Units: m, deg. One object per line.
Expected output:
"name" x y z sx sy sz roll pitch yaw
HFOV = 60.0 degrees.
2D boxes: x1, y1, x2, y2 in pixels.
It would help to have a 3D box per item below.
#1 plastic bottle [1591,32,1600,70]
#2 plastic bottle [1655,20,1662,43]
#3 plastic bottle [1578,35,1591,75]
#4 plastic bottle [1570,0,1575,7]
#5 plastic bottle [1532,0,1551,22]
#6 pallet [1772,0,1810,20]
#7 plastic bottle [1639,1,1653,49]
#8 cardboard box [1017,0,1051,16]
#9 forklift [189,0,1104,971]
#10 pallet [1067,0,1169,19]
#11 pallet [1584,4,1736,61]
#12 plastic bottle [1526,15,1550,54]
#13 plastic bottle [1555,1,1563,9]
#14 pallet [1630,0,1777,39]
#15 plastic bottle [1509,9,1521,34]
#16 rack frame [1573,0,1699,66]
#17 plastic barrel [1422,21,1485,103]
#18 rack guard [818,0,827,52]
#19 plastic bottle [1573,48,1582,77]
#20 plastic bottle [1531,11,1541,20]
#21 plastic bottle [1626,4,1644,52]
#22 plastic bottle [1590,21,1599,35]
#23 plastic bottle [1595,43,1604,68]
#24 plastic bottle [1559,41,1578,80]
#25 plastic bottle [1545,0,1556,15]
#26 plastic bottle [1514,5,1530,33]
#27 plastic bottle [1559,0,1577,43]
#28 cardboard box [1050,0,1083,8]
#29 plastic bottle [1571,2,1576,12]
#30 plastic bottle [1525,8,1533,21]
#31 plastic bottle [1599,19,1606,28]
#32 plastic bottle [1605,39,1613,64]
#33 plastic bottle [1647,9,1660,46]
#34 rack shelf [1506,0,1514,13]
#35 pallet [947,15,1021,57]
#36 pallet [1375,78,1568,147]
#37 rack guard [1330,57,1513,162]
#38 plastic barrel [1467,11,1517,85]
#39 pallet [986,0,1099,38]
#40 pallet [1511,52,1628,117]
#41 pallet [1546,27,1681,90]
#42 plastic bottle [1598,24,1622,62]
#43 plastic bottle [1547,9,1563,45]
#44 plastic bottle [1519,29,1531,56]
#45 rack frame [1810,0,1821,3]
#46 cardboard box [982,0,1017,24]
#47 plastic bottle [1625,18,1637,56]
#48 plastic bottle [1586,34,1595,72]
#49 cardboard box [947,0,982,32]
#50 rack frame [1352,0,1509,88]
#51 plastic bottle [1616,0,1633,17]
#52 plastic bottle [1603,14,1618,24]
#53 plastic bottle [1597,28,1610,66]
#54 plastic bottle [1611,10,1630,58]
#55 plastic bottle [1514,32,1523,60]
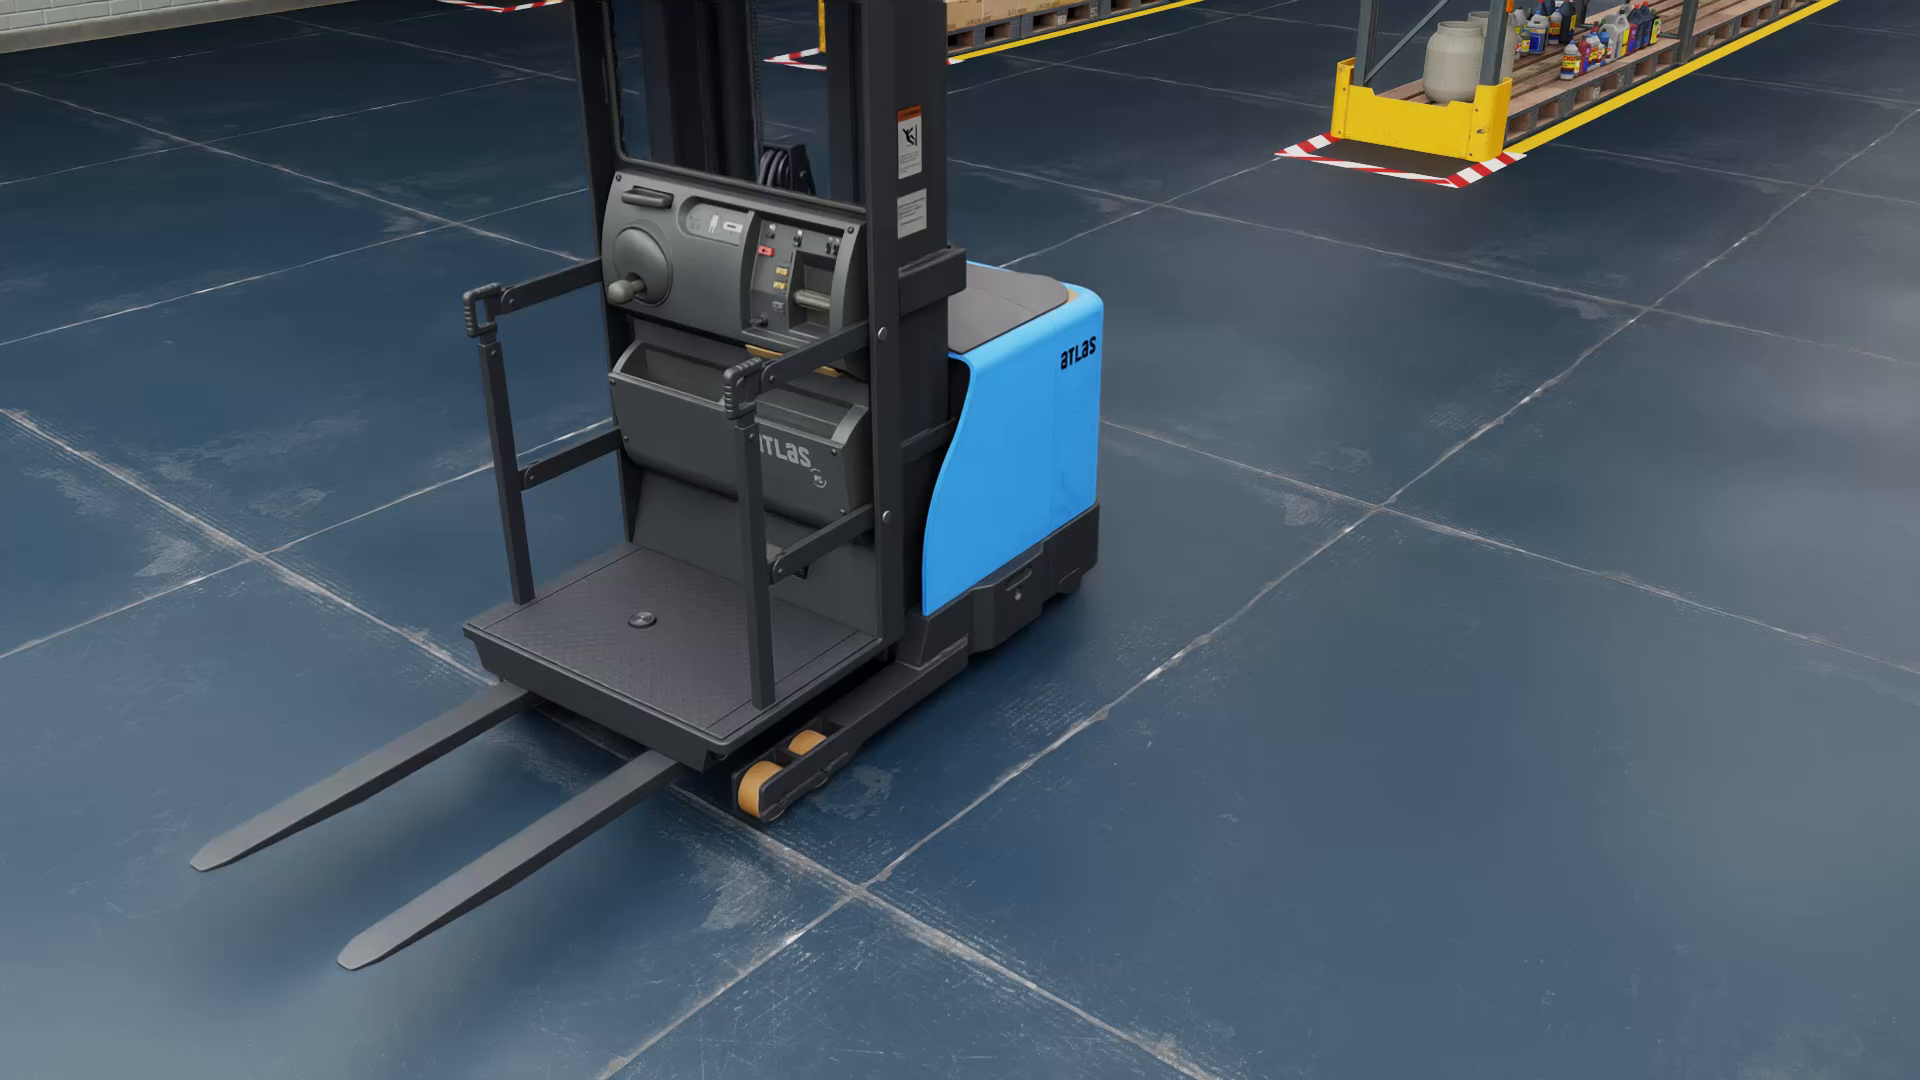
"plastic bottle" 4.825 -3.739 12.703 0.097 0.271 0.097 0 27 0
"plastic bottle" 5.703 -4.197 13.665 0.097 0.201 0.097 0 27 0
"plastic bottle" 4.701 -3.662 12.541 0.061 0.283 0.133 21 34 35
"plastic bottle" 5.153 -4.463 14.103 0.097 0.271 0.097 0 27 0
"plastic bottle" 4.740 -4.251 13.608 0.144 0.351 0.185 19 33 32
"pallet" 7.715 -5.381 16.421 1.003 0.211 1.213 21 34 34
"plastic bottle" 5.507 -4.171 13.452 0.144 0.351 0.185 20 33 33
"cardboard box" 0.476 -4.941 15.072 0.500 0.250 0.500 21 34 34
"forklift" -0.783 -0.761 4.530 1.130 2.935 3.031 19 33 32
"pallet" 1.336 -5.405 16.469 1.003 0.211 1.213 21 34 34
"pallet" 6.163 -4.516 14.749 1.003 0.211 1.213 21 34 34
"plastic bottle" 4.600 -4.033 13.267 0.152 0.276 0.135 21 34 34
"plastic bottle" 4.968 -4.343 13.865 0.152 0.276 0.135 22 35 36
"pallet" 6.939 -4.950 15.589 1.003 0.211 1.213 21 34 34
"plastic bottle" 4.351 -4.035 13.189 0.144 0.351 0.185 22 35 36
"rack frame" 5.694 -5.464 13.548 1.000 3.000 0.127 21 34 34
"plastic barrel" 3.509 -3.383 11.776 0.421 0.512 0.421 0 27 0
"rack guard" -0.686 -4.376 14.166 1.175 0.500 0.348 21 34 34
"plastic bottle" 4.609 -3.587 12.486 0.097 0.201 0.097 0 27 0
"plastic bottle" 4.675 -4.153 13.504 0.097 0.271 0.097 0 27 0
"plastic bottle" 5.384 -4.103 13.320 0.144 0.351 0.185 19 33 32
"plastic bottle" 4.990 -3.933 13.065 0.061 0.283 0.133 21 34 34
"plastic bottle" 4.888 -3.743 12.787 0.097 0.201 0.097 0 27 0
"plastic bottle" 4.543 -3.582 12.399 0.097 0.271 0.097 0 27 0
"plastic bottle" 4.860 -4.318 13.737 0.144 0.351 0.185 22 34 36
"plastic bottle" 4.470 -4.101 13.316 0.144 0.351 0.185 20 34 34
"plastic bottle" 4.971 -4.276 13.656 0.144 0.351 0.185 21 34 34
"cardboard box" 0.798 -5.117 15.412 0.500 0.250 0.500 21 34 34
"plastic bottle" 5.051 -4.315 13.804 0.061 0.283 0.133 21 34 34
"plastic bottle" 4.603 -4.175 13.534 0.061 0.283 0.133 23 35 37
"plastic bottle" 5.084 -3.979 13.155 0.061 0.283 0.133 21 34 34
"plastic bottle" 5.019 -3.815 12.928 0.097 0.201 0.097 0 27 0
"plastic bottle" 5.642 -4.186 13.555 0.061 0.283 0.133 23 35 37
"rack shelf" 4.422 -4.436 12.343 1.077 0.370 4.000 21 34 34
"pallet" -0.216 -4.540 14.796 1.003 0.211 1.213 21 34 34
"pallet" 3.682 -3.135 12.080 1.003 0.211 1.213 21 34 34
"rack guard" 3.162 -2.977 11.460 1.175 0.500 0.348 21 34 34
"plastic barrel" 3.828 -3.561 12.120 0.421 0.512 0.421 0 27 0
"pallet" 0.560 -4.971 15.629 1.003 0.211 1.213 21 34 34
"pallet" 4.459 -3.565 12.912 1.003 0.211 1.213 21 34 34
"pallet" 5.234 -4.000 13.752 1.003 0.211 1.213 21 34 34
"plastic bottle" 5.073 -3.898 13.007 0.152 0.276 0.135 21 34 35
"plastic bottle" 4.861 -4.196 13.588 0.097 0.271 0.097 0 27 0
"plastic bottle" 4.472 -3.949 13.185 0.097 0.201 0.097 0 27 0
"rack frame" 8.238 -6.883 16.290 1.000 3.000 0.127 21 34 34
"cardboard box" 0.158 -4.764 14.730 0.500 0.250 0.500 21 34 34
"plastic bottle" 5.313 -4.003 13.200 0.061 0.283 0.133 23 35 38
"plastic bottle" 4.761 -3.703 12.634 0.097 0.271 0.097 0 27 0
"cardboard box" -0.158 -4.586 14.385 0.500 0.250 0.500 21 34 34
"rack frame" 3.149 -4.046 10.807 1.000 3.000 0.127 21 34 34
"plastic bottle" 5.395 -4.213 13.533 0.144 0.351 0.185 21 34 34
"plastic bottle" 5.254 -4.104 13.404 0.152 0.276 0.135 21 34 34
"plastic bottle" 4.954 -3.810 12.842 0.097 0.271 0.097 0 27 0
"plastic bottle" 5.179 -3.988 13.099 0.144 0.351 0.185 21 34 34
"plastic bottle" 4.357 -3.879 13.050 0.097 0.201 0.097 0 27 0
